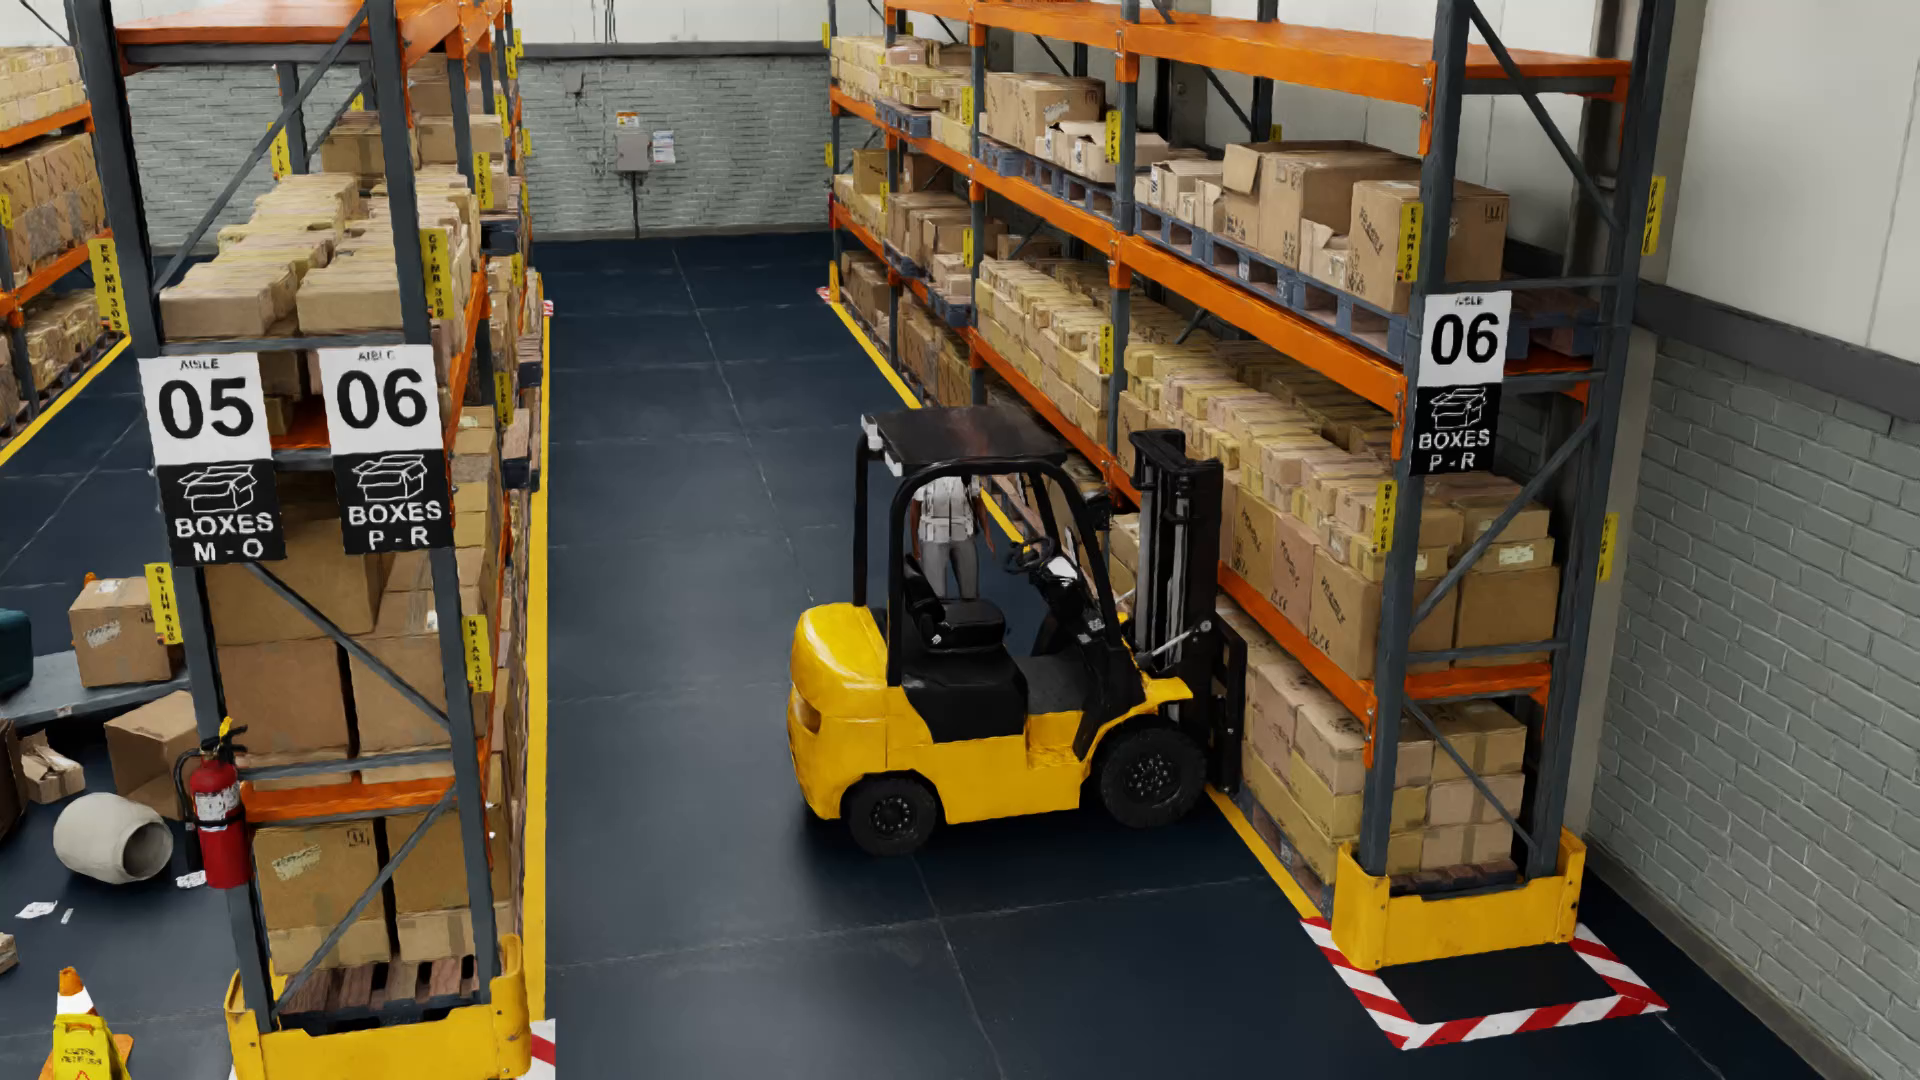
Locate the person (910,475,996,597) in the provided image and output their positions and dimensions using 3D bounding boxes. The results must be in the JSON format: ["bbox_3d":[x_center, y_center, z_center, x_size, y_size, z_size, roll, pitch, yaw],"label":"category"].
[{"bbox_3d":[-0.037,0.019,11.056,0.552,1.665,0.501,-4,20,-12],"label":"person"}]
